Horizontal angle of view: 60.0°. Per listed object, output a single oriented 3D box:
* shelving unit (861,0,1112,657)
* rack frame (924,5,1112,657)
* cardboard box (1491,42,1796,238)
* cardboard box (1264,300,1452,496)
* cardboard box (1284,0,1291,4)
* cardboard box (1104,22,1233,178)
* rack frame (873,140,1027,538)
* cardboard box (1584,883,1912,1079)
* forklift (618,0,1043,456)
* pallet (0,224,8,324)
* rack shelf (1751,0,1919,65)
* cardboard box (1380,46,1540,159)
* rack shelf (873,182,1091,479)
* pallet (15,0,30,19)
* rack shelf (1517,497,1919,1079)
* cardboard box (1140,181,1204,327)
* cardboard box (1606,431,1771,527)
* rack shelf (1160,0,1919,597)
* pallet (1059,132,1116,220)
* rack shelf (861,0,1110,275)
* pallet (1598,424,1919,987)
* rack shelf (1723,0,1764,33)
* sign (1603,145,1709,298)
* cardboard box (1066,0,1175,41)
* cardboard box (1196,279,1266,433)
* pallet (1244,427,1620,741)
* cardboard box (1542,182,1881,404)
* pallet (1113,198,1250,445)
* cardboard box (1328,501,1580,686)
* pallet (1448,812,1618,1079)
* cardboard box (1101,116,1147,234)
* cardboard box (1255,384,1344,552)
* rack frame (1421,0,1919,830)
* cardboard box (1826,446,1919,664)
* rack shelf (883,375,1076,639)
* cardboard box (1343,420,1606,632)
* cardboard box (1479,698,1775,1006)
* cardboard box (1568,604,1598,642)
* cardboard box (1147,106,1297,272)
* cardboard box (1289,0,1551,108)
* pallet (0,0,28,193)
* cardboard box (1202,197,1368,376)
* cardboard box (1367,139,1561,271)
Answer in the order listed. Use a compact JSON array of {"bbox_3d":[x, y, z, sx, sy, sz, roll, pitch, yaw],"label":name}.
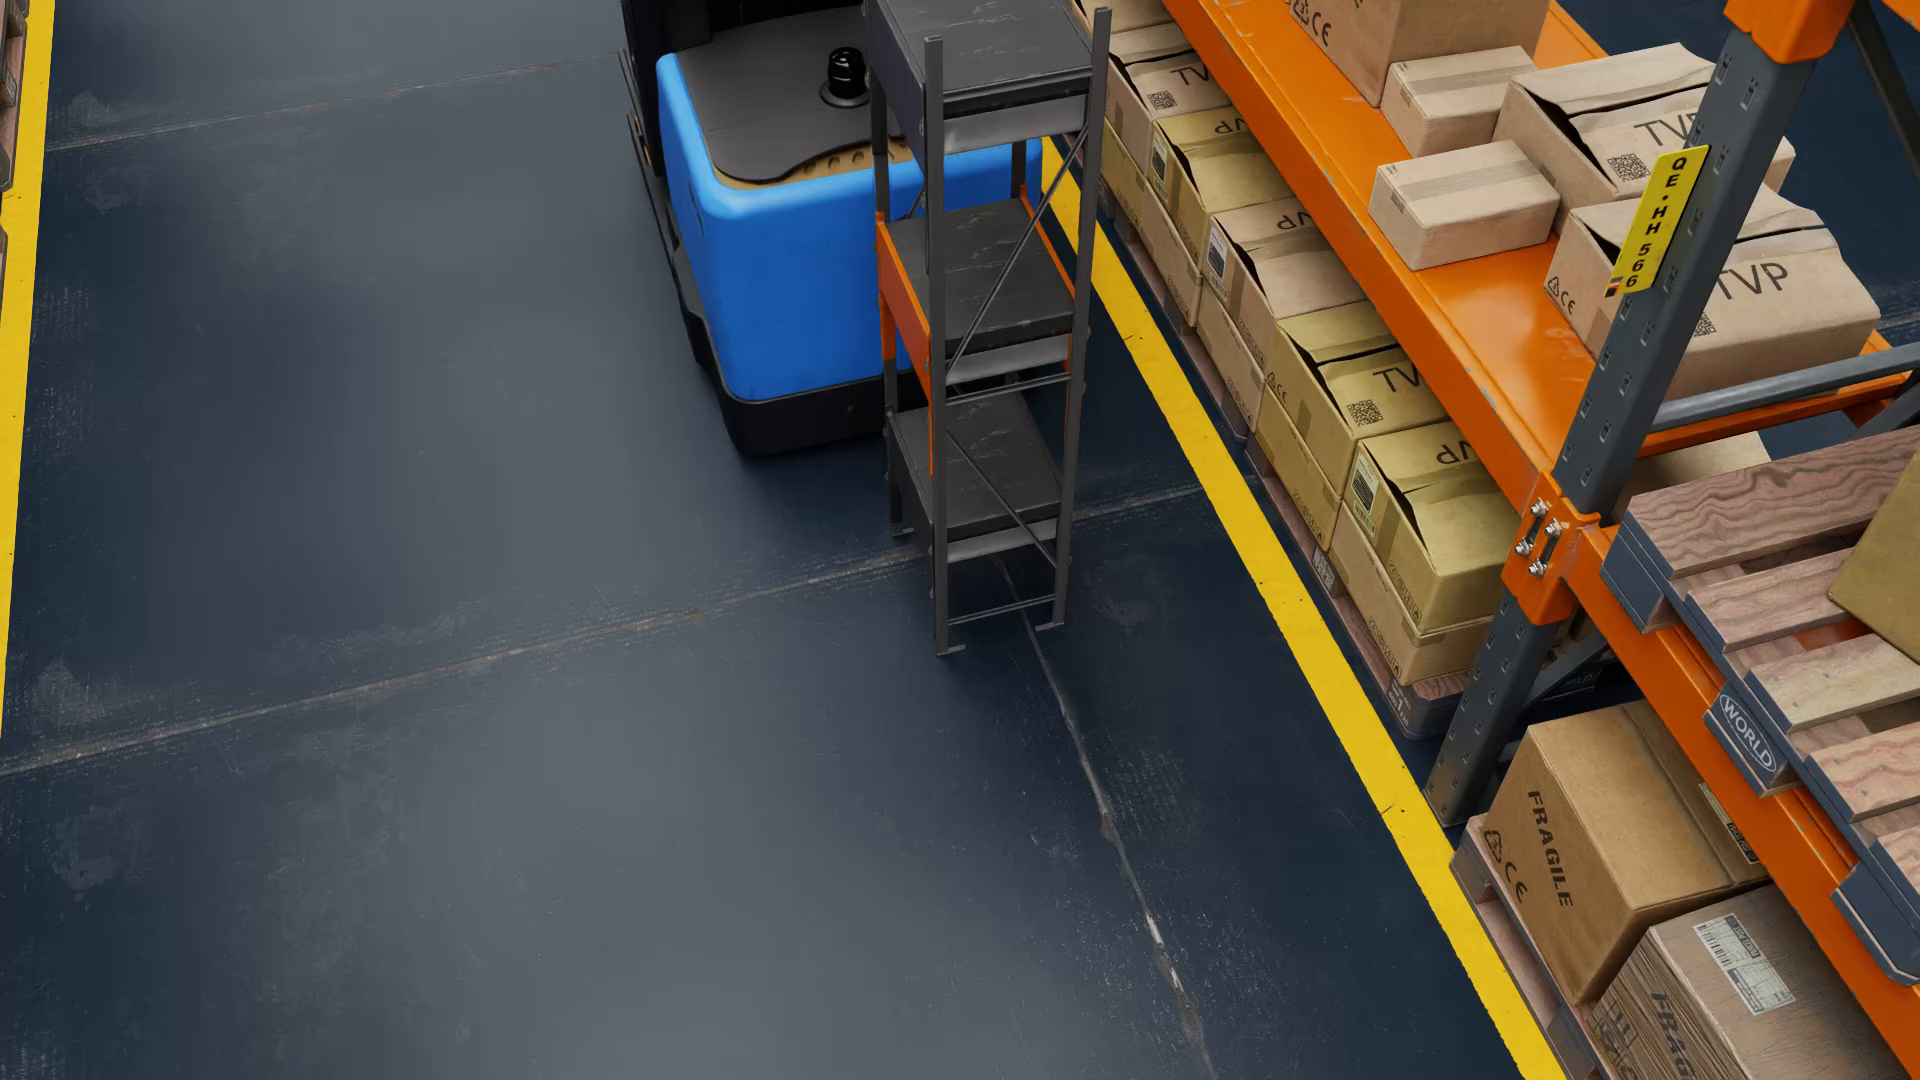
[{"bbox_3d":[0.049,-0.556,4.345,0.431,2.100,0.503,-13,51,-11],"label":"shelving unit"},{"bbox_3d":[0.121,-0.378,4.195,0.400,2.100,0.015,-13,51,-11],"label":"rack frame"},{"bbox_3d":[1.708,-0.995,4.185,0.500,0.311,0.500,-14,51,-11],"label":"cardboard box"},{"bbox_3d":[1.237,-0.462,4.834,0.500,0.311,0.500,-14,51,-12],"label":"cardboard box"},{"bbox_3d":[1.120,-1.965,4.879,0.500,0.500,0.500,-13,51,-11],"label":"cardboard box"},{"bbox_3d":[0.786,-1.575,5.773,0.500,0.311,0.500,-15,51,-12],"label":"cardboard box"},{"bbox_3d":[-0.023,-0.734,4.496,0.400,2.100,0.015,-13,51,-11],"label":"rack frame"},{"bbox_3d":[1.809,1.115,3.695,0.500,0.500,0.500,-15,51,-12],"label":"cardboard box"},{"bbox_3d":[-0.657,-2.375,5.335,1.130,2.935,3.031,-13,51,-11],"label":"forklift"},{"bbox_3d":[-3.859,-0.667,5.675,1.003,0.211,1.213,-13,51,-11],"label":"pallet"},{"bbox_3d":[2.379,0.399,1.460,1.077,0.370,4.000,-13,51,-11],"label":"rack shelf"},{"bbox_3d":[1.356,-1.164,4.434,0.380,0.149,0.250,-10,51,-8],"label":"cardboard box"},{"bbox_3d":[0.049,-0.547,4.356,0.431,0.518,0.480,-13,51,-11],"label":"rack shelf"},{"bbox_3d":[-4.652,-2.625,7.325,1.003,0.211,1.213,-13,51,-11],"label":"pallet"},{"bbox_3d":[2.379,1.366,2.607,1.077,0.370,4.000,-13,51,-11],"label":"rack shelf"},{"bbox_3d":[0.942,-1.024,5.675,0.500,0.250,0.500,-12,51,-10],"label":"cardboard box"},{"bbox_3d":[1.913,-0.206,4.618,0.500,0.311,0.500,-12,51,-10],"label":"cardboard box"},{"bbox_3d":[1.196,-1.556,5.070,1.077,0.370,4.000,-13,51,-11],"label":"rack shelf"},{"bbox_3d":[0.859,-1.820,6.646,1.003,0.211,1.213,-13,51,-11],"label":"pallet"},{"bbox_3d":[0.049,-0.998,3.821,0.431,0.518,0.480,-13,51,-11],"label":"rack shelf"},{"bbox_3d":[2.055,0.214,3.233,1.213,0.211,1.003,-13,51,-11],"label":"pallet"},{"bbox_3d":[1.196,-2.522,3.923,1.077,0.370,4.000,-13,51,-11],"label":"rack shelf"},{"bbox_3d":[1.258,-0.572,3.013,0.100,0.325,0.005,-13,51,-11],"label":"sign"},{"bbox_3d":[0.631,-1.953,6.092,0.500,0.311,0.500,-14,51,-11],"label":"cardboard box"},{"bbox_3d":[1.097,-0.649,5.359,0.500,0.250,0.500,-12,51,-10],"label":"cardboard box"},{"bbox_3d":[1.581,-0.038,5.144,1.003,0.211,1.213,-13,51,-11],"label":"pallet"},{"bbox_3d":[1.721,-0.574,3.830,0.500,0.311,0.500,-10,51,-9],"label":"cardboard box"},{"bbox_3d":[1.224,-0.928,5.894,1.003,0.211,1.213,-13,51,-11],"label":"pallet"},{"bbox_3d":[1.398,0.095,4.732,0.500,0.250,0.500,-12,51,-10],"label":"cardboard box"},{"bbox_3d":[1.972,1.126,4.163,1.003,0.211,1.213,-13,51,-11],"label":"pallet"},{"bbox_3d":[0.792,-1.395,5.988,0.500,0.250,0.500,-15,51,-12],"label":"cardboard box"},{"bbox_3d":[1.243,-0.281,5.048,0.500,0.250,0.500,-14,51,-11],"label":"cardboard box"},{"bbox_3d":[1.787,-0.327,3.564,1.000,3.000,0.127,-13,51,-11],"label":"rack frame"},{"bbox_3d":[2.081,-0.060,2.998,0.700,0.500,0.500,-30,56,-23],"label":"cardboard box"},{"bbox_3d":[0.049,-0.096,4.891,0.431,0.518,0.480,-13,51,-11],"label":"rack shelf"},{"bbox_3d":[1.397,-0.083,4.515,0.500,0.311,0.500,-12,51,-10],"label":"cardboard box"},{"bbox_3d":[1.649,0.734,4.016,0.500,0.500,0.500,-11,51,-9],"label":"cardboard box"},{"bbox_3d":[1.913,-0.025,4.833,0.500,0.250,0.500,-13,51,-11],"label":"cardboard box"},{"bbox_3d":[0.944,-1.197,5.454,0.500,0.311,0.500,-12,51,-10],"label":"cardboard box"},{"bbox_3d":[1.275,-1.581,4.555,0.500,0.500,0.500,-16,52,-13],"label":"cardboard box"},{"bbox_3d":[-4.288,-1.732,6.572,1.003,0.211,1.213,-13,51,-11],"label":"pallet"},{"bbox_3d":[1.090,-0.831,5.146,0.500,0.311,0.500,-14,51,-11],"label":"cardboard box"},{"bbox_3d":[1.257,-0.840,4.161,0.380,0.149,0.250,-13,51,-11],"label":"cardboard box"}]
